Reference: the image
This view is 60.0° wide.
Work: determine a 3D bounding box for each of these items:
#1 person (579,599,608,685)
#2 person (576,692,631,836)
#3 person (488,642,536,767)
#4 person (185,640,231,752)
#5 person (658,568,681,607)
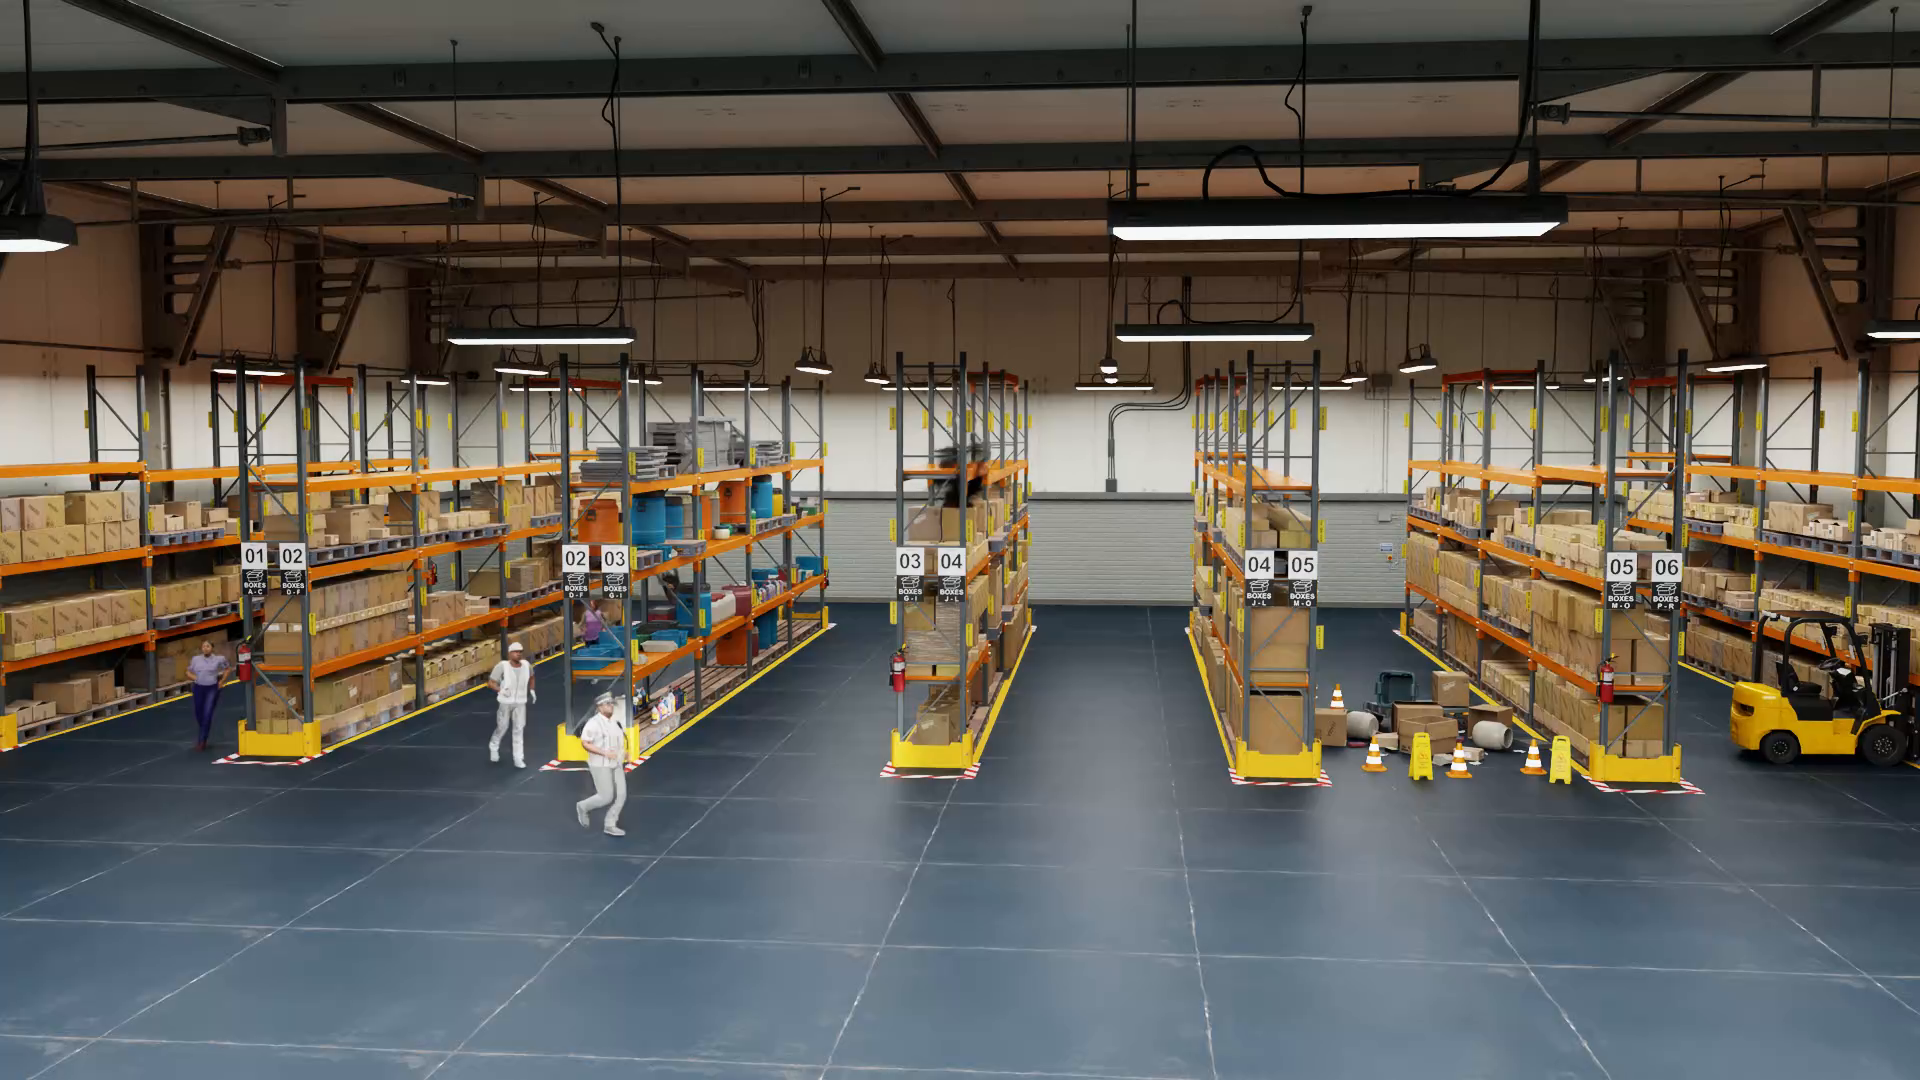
[{"bbox_3d":[-7.046,1.926,31.967,0.538,1.605,0.877,0,4,-5],"label":"person"},{"bbox_3d":[-4.318,2.700,20.166,0.678,1.737,0.664,2,5,28],"label":"person"},{"bbox_3d":[-6.479,2.368,24.178,0.719,1.769,0.941,-3,5,-32],"label":"person"},{"bbox_3d":[-11.601,2.370,25.645,0.620,1.650,0.841,-1,4,-8],"label":"person"},{"bbox_3d":[-7.104,1.274,40.880,0.674,1.699,0.687,-3,5,-35],"label":"person"}]
